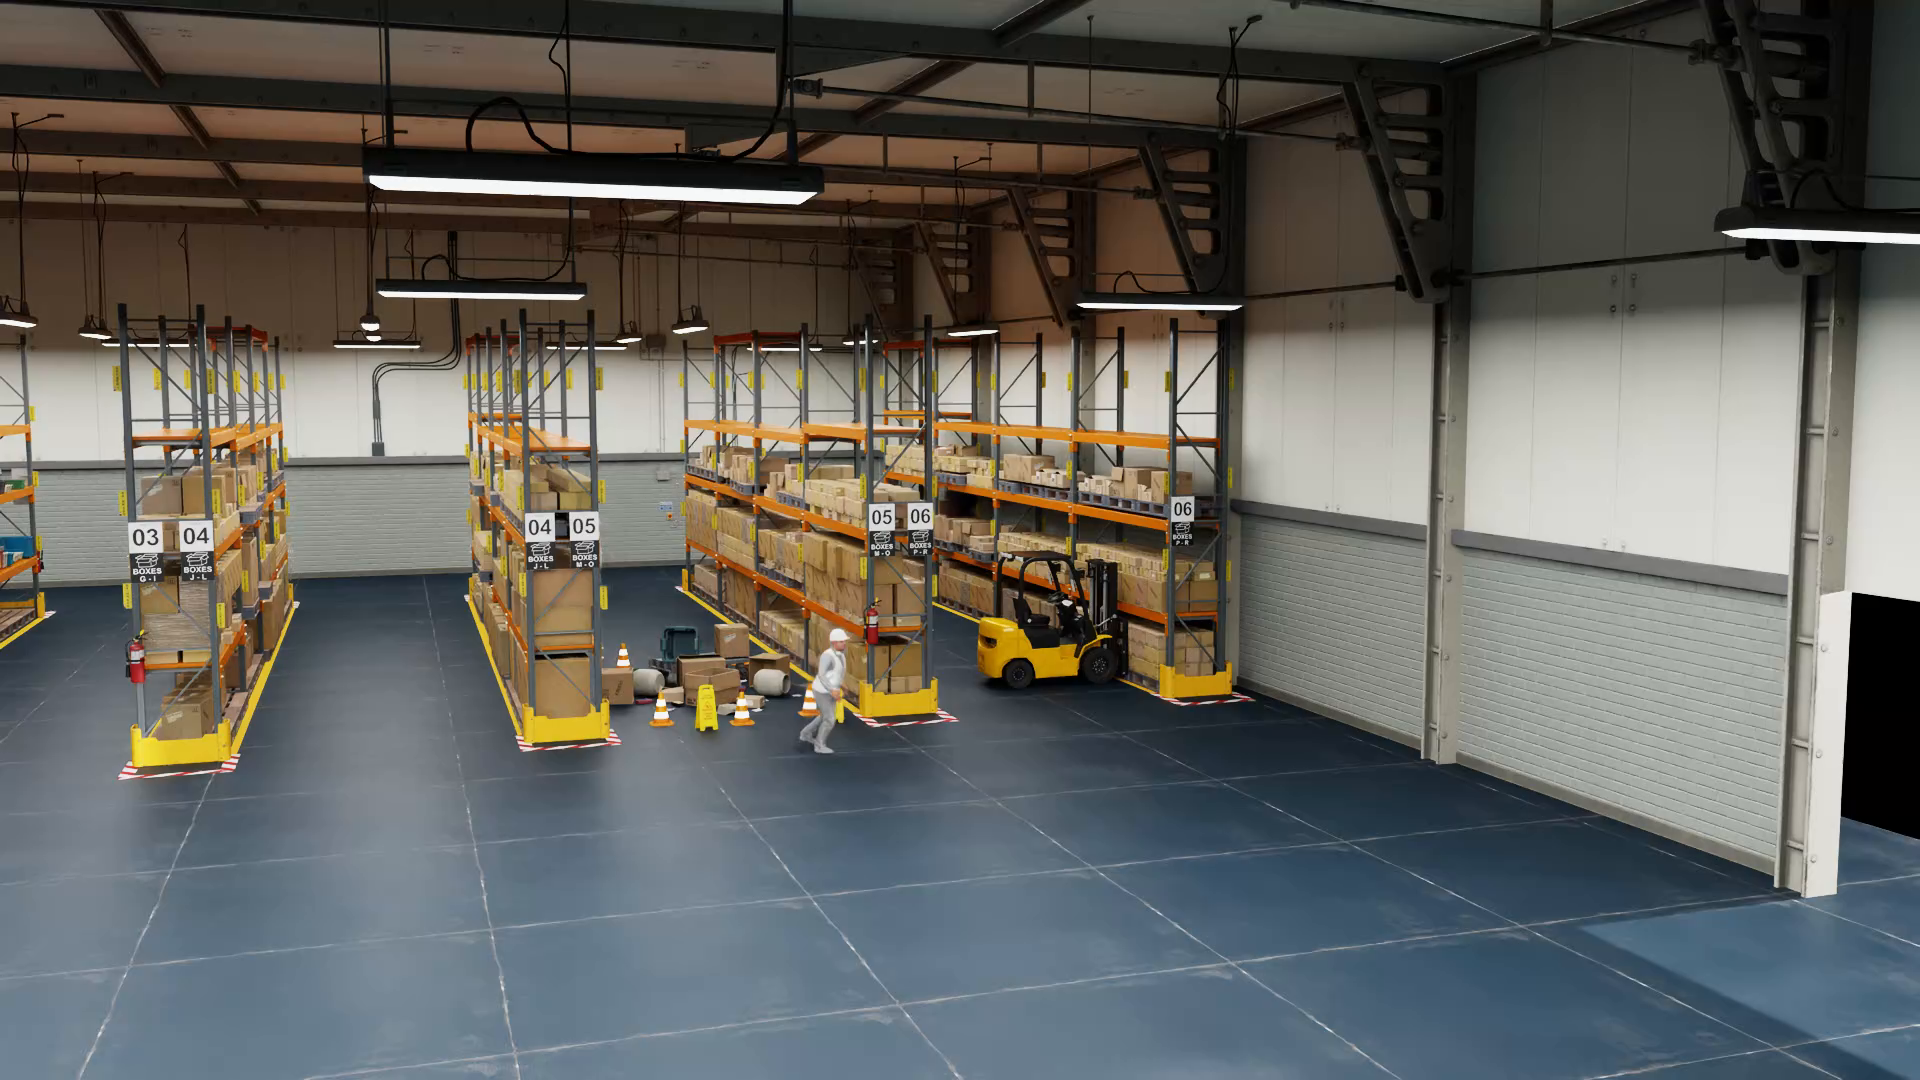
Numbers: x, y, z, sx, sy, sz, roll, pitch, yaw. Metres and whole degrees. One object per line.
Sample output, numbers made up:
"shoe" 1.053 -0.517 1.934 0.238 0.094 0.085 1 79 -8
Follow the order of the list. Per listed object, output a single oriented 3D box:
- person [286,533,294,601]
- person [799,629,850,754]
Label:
"person" -15.592 0.627 38.046 0.626 1.573 0.531 1 5 6
"person" -1.839 2.030 22.466 0.798 1.715 0.646 1 6 14
